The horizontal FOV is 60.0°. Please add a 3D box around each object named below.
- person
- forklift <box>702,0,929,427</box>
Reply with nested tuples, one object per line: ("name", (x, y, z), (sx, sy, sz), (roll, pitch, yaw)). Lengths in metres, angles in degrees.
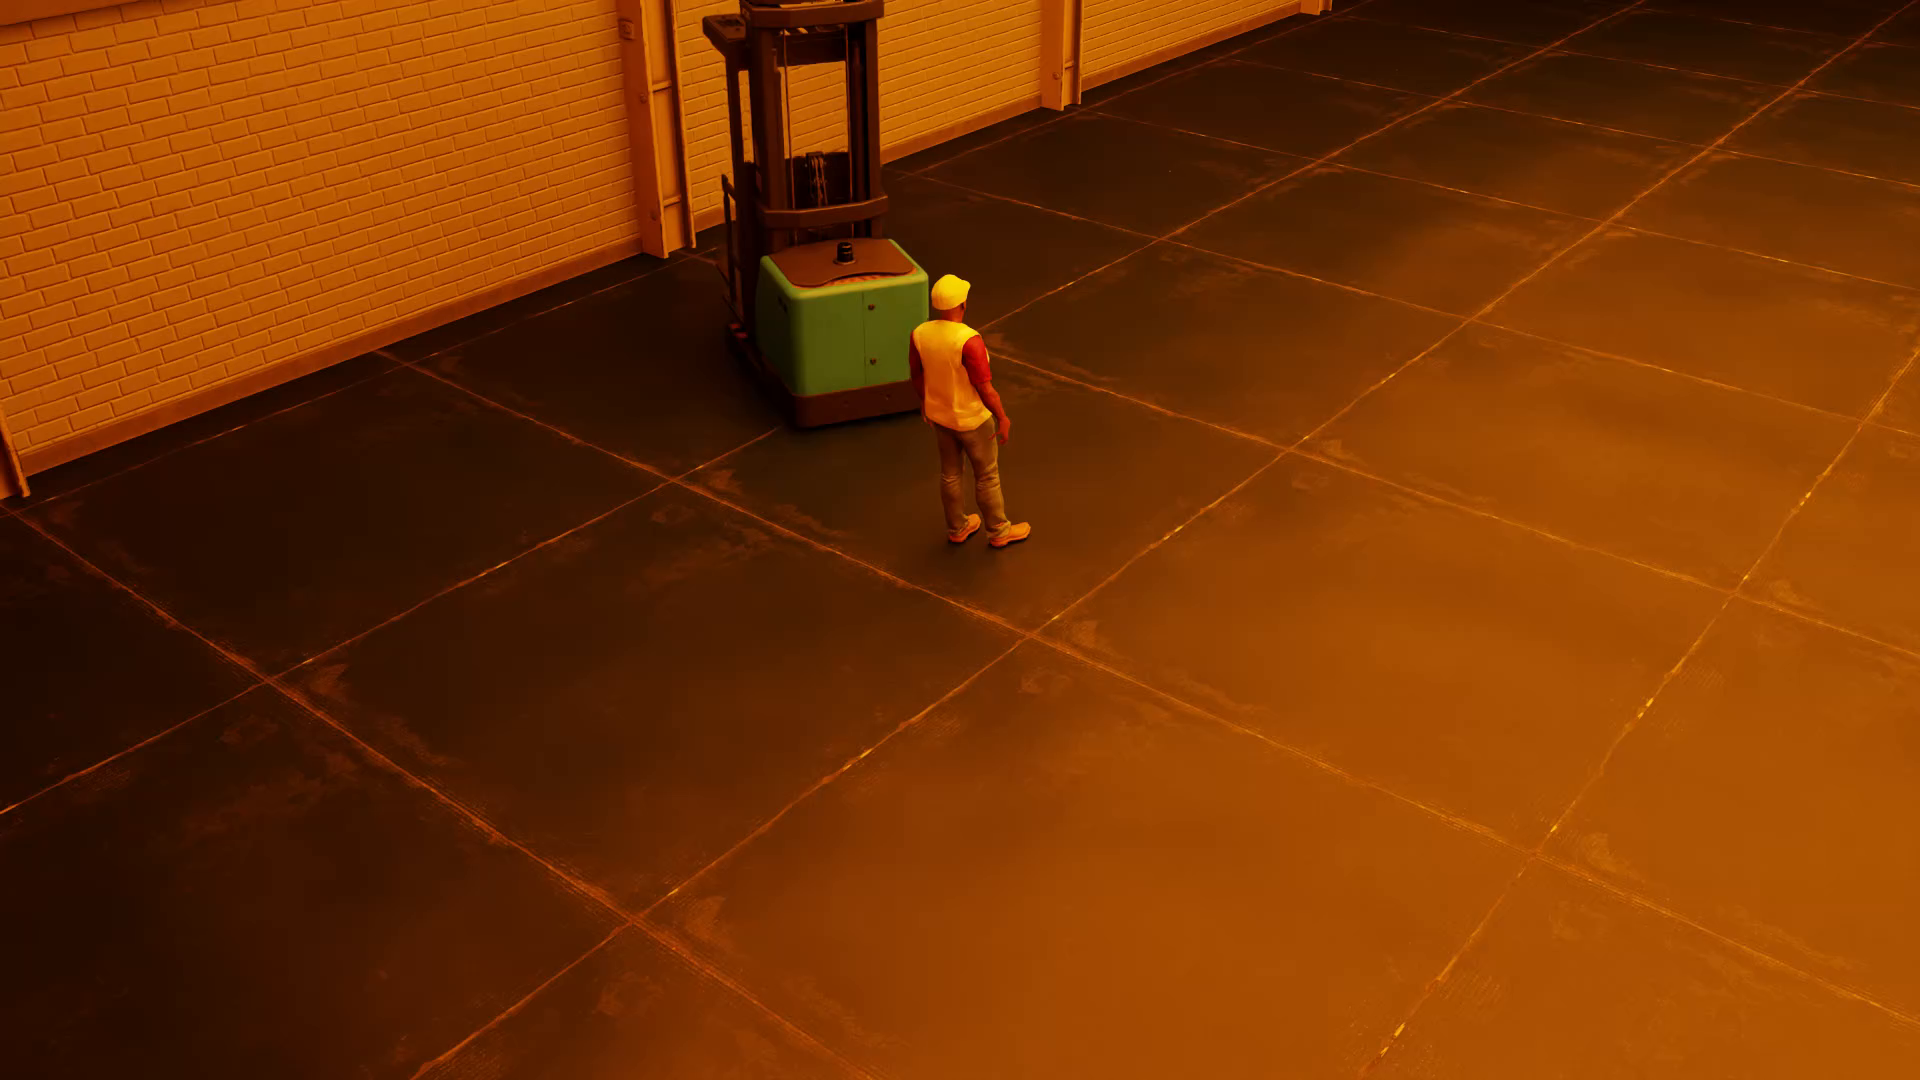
("person", (0.048, -0.794, 10.094), (0.666, 1.765, 0.577), (22, 37, 33))
("forklift", (-1.208, -2.788, 12.366), (1.130, 2.935, 3.031), (-11, 32, -18))
